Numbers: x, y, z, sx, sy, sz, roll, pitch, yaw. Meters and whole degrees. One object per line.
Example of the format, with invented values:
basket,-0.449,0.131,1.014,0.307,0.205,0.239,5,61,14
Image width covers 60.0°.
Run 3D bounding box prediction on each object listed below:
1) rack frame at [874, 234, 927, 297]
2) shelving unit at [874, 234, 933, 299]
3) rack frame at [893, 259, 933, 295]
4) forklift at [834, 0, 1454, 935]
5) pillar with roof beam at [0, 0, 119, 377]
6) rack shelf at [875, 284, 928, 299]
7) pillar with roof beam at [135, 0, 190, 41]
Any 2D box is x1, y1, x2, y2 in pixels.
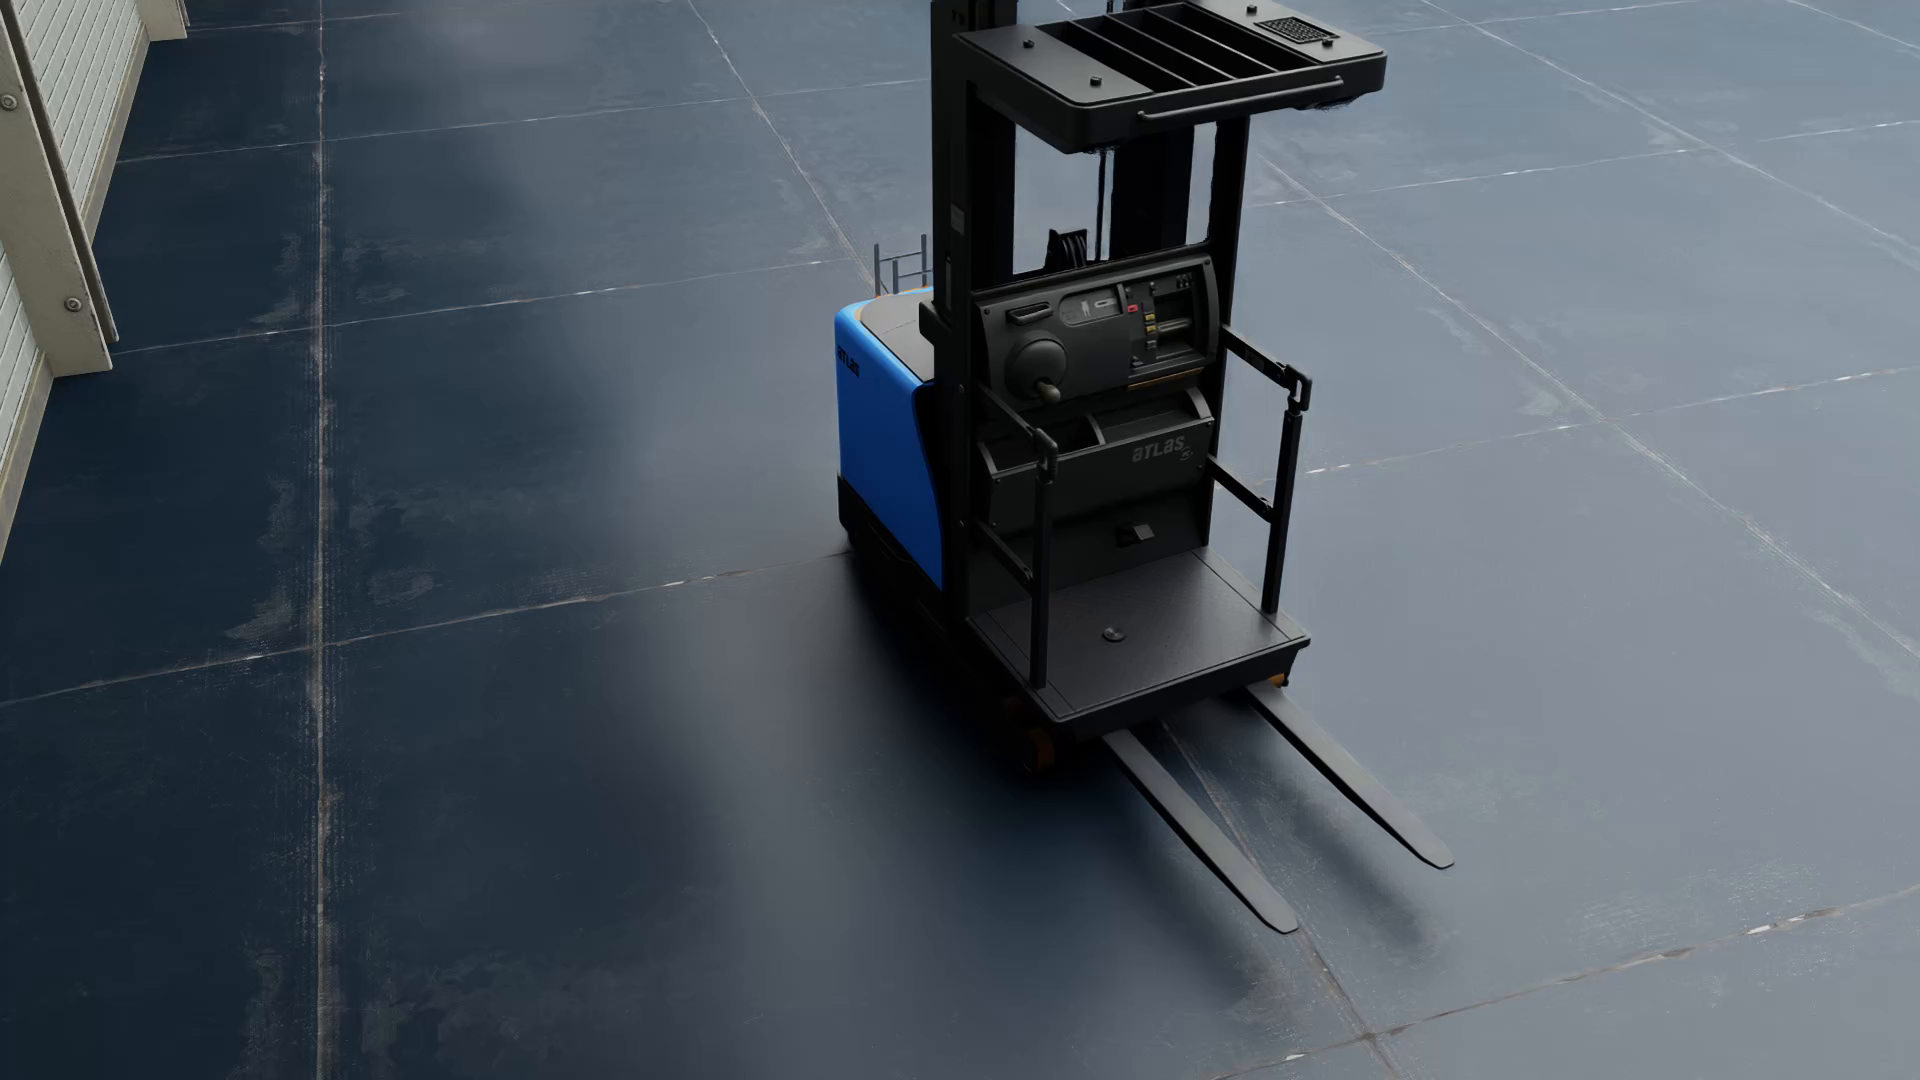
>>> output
rack frame,-0.251,-0.765,7.319,0.240,1.200,0.006,-16,37,-22
shelving unit,-0.209,-0.720,7.251,0.258,1.200,0.189,-16,37,-22
rack frame,-0.168,-0.675,7.183,0.240,1.200,0.006,-16,37,-22
forklift,0.591,-0.669,5.604,1.130,2.935,3.031,-16,37,-22
pillar with roof beam,-0.486,-5.435,7.312,9.100,9.000,0.400,-10,35,-15
rack shelf,-0.209,-0.983,7.077,0.258,0.103,0.180,-16,37,-22
pillar with roof beam,-2.316,-8.585,12.079,9.100,9.000,0.400,-10,35,-15
